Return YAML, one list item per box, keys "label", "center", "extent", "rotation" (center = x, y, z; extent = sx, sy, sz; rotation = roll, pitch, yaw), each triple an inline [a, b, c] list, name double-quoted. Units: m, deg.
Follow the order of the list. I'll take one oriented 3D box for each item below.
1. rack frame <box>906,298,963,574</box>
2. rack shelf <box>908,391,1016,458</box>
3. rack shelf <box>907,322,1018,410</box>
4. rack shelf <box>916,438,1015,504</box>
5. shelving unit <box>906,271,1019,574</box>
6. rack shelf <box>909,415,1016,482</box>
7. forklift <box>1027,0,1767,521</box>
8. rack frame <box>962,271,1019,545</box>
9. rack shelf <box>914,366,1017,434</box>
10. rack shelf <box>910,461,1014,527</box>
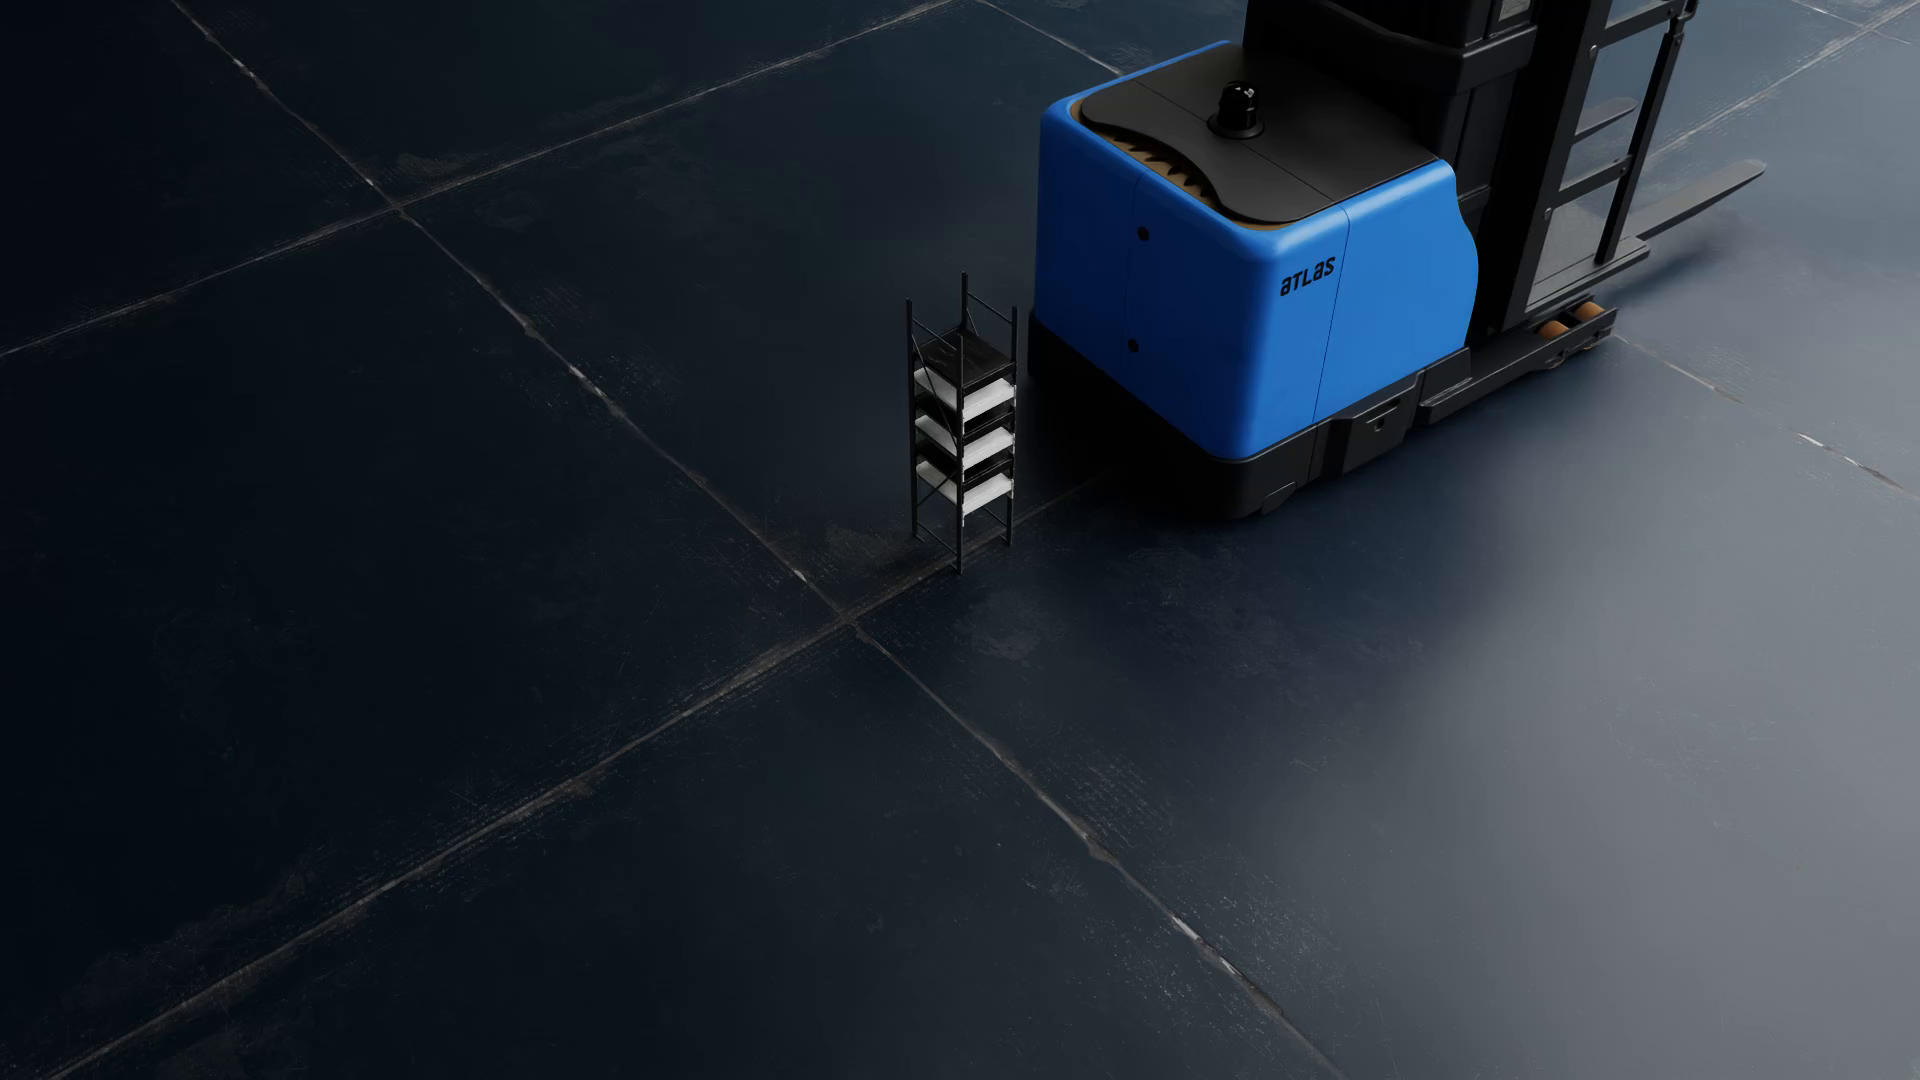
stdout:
- label: "rack frame"
  center: [-0.072, -0.287, 4.898]
  extent: [0.006, 0.900, 0.240]
  rotation: [-30, 51, -28]
- label: "rack shelf"
  center: [0.006, -0.373, 4.907]
  extent: [0.200, 0.077, 0.258]
  rotation: [-30, 51, -28]
- label: "rack shelf"
  center: [0.006, -0.504, 4.784]
  extent: [0.200, 0.077, 0.258]
  rotation: [-30, 51, -28]
- label: "rack shelf"
  center: [0.006, -0.242, 5.030]
  extent: [0.200, 0.077, 0.258]
  rotation: [-30, 51, -28]
- label: "shelving unit"
  center: [0.006, -0.332, 4.946]
  extent: [0.210, 0.900, 0.258]
  rotation: [-30, 51, -28]
- label: "rack shelf"
  center: [0.006, -0.307, 4.969]
  extent: [0.200, 0.077, 0.258]
  rotation: [-30, 51, -28]
- label: "forklift"
  center: [1.725, -1.943, 5.178]
  extent: [3.031, 2.935, 1.130]
  rotation: [-26, 49, -25]
- label: "rack frame"
  center: [0.084, -0.376, 4.993]
  extent: [0.006, 0.900, 0.240]
  rotation: [-30, 51, -28]
- label: "rack shelf"
  center: [0.006, -0.438, 4.845]
  extent: [0.200, 0.077, 0.258]
  rotation: [-30, 51, -28]
- label: "rack shelf"
  center: [0.006, -0.176, 5.092]
  extent: [0.200, 0.077, 0.258]
  rotation: [-30, 51, -28]
